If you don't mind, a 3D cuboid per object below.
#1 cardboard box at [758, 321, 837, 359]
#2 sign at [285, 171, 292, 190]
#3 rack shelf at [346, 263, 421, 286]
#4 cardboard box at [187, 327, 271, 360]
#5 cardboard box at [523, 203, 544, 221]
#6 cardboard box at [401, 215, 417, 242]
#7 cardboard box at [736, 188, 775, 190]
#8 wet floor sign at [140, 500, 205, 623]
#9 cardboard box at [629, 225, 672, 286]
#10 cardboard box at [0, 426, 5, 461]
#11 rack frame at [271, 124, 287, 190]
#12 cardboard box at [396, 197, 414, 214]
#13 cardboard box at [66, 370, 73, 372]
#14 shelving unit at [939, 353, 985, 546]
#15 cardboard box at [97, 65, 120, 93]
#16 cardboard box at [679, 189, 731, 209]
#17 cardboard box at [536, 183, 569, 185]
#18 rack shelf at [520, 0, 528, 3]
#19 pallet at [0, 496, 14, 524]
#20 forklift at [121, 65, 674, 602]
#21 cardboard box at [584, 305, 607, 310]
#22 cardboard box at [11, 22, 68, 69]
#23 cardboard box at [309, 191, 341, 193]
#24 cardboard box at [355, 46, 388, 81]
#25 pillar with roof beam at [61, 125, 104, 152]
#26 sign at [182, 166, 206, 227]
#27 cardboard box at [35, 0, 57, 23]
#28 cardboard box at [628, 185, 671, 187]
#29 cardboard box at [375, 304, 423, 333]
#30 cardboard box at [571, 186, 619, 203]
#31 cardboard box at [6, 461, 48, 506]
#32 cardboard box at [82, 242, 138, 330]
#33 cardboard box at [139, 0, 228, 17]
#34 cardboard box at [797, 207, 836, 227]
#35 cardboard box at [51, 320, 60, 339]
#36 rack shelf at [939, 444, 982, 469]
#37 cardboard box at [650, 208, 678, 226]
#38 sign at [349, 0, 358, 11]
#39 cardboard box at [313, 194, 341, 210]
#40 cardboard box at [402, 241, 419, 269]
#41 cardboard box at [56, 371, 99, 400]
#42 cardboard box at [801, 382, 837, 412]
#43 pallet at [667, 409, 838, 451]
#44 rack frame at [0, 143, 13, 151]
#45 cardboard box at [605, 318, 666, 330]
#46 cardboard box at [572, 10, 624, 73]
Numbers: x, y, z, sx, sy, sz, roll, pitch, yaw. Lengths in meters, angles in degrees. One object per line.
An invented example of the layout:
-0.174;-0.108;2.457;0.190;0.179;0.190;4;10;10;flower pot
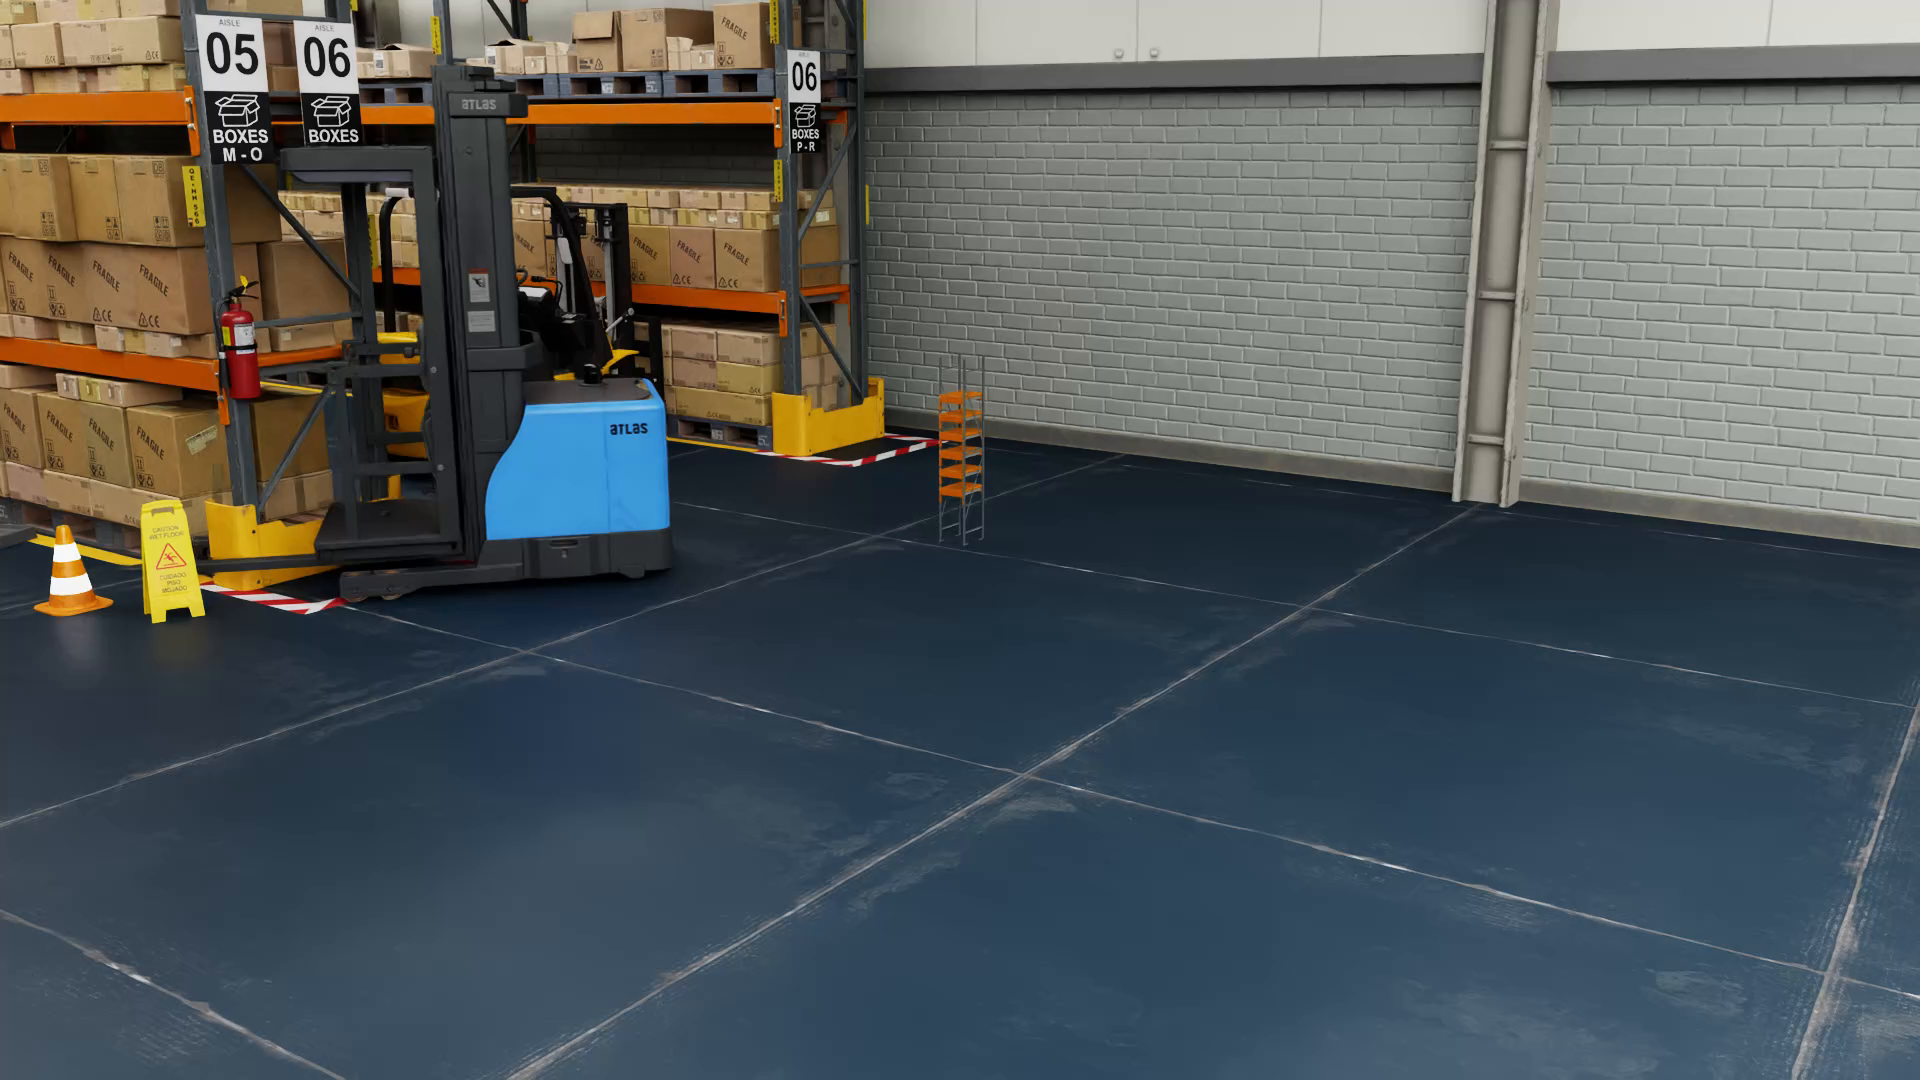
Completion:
-1.413;-1.730;14.336;0.500;0.250;0.500;9;16;32;cardboard box
-7.451;-4.019;18.408;0.005;0.325;0.100;9;17;33;sign
-6.099;-2.729;17.101;4.000;0.370;1.077;9;17;33;rack shelf
-4.317;-1.169;9.824;0.250;0.149;0.380;10;17;35;cardboard box
-3.711;-2.966;15.005;0.250;0.149;0.380;10;17;34;cardboard box
-4.989;-2.994;15.949;0.500;0.250;0.500;9;16;32;cardboard box
-1.705;-2.943;14.293;0.250;0.149;0.380;10;17;34;cardboard box
-4.327;0.099;9.082;0.267;0.644;0.232;-10;17;-35;wet floor sign
-2.526;-2.475;14.373;0.500;0.500;0.500;9;16;32;cardboard box
-6.417;-0.850;11.303;0.500;0.500;0.500;10;17;35;cardboard box
-7.758;-3.346;18.098;0.127;3.000;1.000;9;17;33;rack frame
-5.245;-3.249;16.147;0.250;0.149;0.380;9;17;33;cardboard box
-6.143;-0.959;11.742;0.500;0.500;0.500;10;17;34;cardboard box
0.012;-0.580;10.671;0.189;1.200;0.258;9;17;33;shelving unit
-4.766;-2.678;9.681;0.250;0.149;0.380;10;17;34;cardboard box
-2.154;-2.892;14.086;0.250;0.149;0.380;9;17;33;cardboard box
-3.821;-3.293;15.706;0.250;0.149;0.380;9;16;31;cardboard box
-2.780;-4.910;14.261;4.000;0.370;1.077;9;17;33;rack shelf
-6.629;-0.383;11.930;1.213;0.211;1.003;9;17;33;pallet
-3.281;-1.211;9.615;3.031;2.935;1.130;-4;14;-15;forklift
-3.494;-2.072;15.717;0.500;0.250;0.500;9;16;32;cardboard box
-5.312;-2.962;9.996;0.500;0.250;0.500;10;17;34;cardboard box
-6.673;-3.627;17.677;0.250;0.149;0.380;9;16;32;cardboard box
-5.813;-4.626;16.130;0.500;0.311;0.500;9;16;31;cardboard box
-13.555;-6.209;17.180;0.400;9.000;9.100;9;17;33;pillar with roof beam
-4.214;-1.890;9.150;0.005;0.325;0.100;9;17;33;sign
-5.330;-3.182;10.057;0.250;0.149;0.380;9;16;31;cardboard box
-2.768;-3.117;14.993;0.250;0.149;0.380;10;17;34;cardboard box
-5.518;-2.034;16.866;0.625;0.625;0.875;9;17;32;cardboard box
-3.227;-3.059;14.759;0.250;0.149;0.380;9;17;33;cardboard box
-5.977;-0.416;11.108;0.500;0.250;0.500;9;16;32;cardboard box
-4.904;-1.562;10.063;0.500;0.500;0.500;9;17;33;cardboard box
-4.333;-2.991;9.283;0.250;0.149;0.380;9;17;33;cardboard box
-1.257;-2.734;14.067;0.250;0.149;0.380;9;16;31;cardboard box
-5.575;-1.377;10.668;0.250;0.149;0.380;9;17;33;cardboard box
0.012;-0.537;10.682;0.180;0.103;0.258;9;17;33;rack shelf
-2.421;-2.765;14.191;0.250;0.149;0.380;9;16;31;cardboard box
-3.585;-3.272;9.735;0.005;0.325;0.100;9;17;33;sign
-6.312;-3.421;16.844;0.250;0.149;0.380;9;17;33;cardboard box
-5.003;-2.752;16.011;0.500;0.250;0.500;10;17;34;cardboard box
-5.464;-0.992;10.527;0.250;0.149;0.380;10;17;35;cardboard box
-1.419;-1.247;14.467;0.500;0.250;0.500;9;17;33;cardboard box
-1.778;-1.014;14.479;1.213;0.211;1.003;9;17;33;pallet
-7.206;-1.819;11.931;0.127;3.000;1.000;9;17;33;rack frame
-2.944;-1.830;14.740;0.500;0.250;0.500;9;16;32;cardboard box
-2.882;-4.286;14.355;0.637;0.503;0.797;10;17;35;cardboard box
